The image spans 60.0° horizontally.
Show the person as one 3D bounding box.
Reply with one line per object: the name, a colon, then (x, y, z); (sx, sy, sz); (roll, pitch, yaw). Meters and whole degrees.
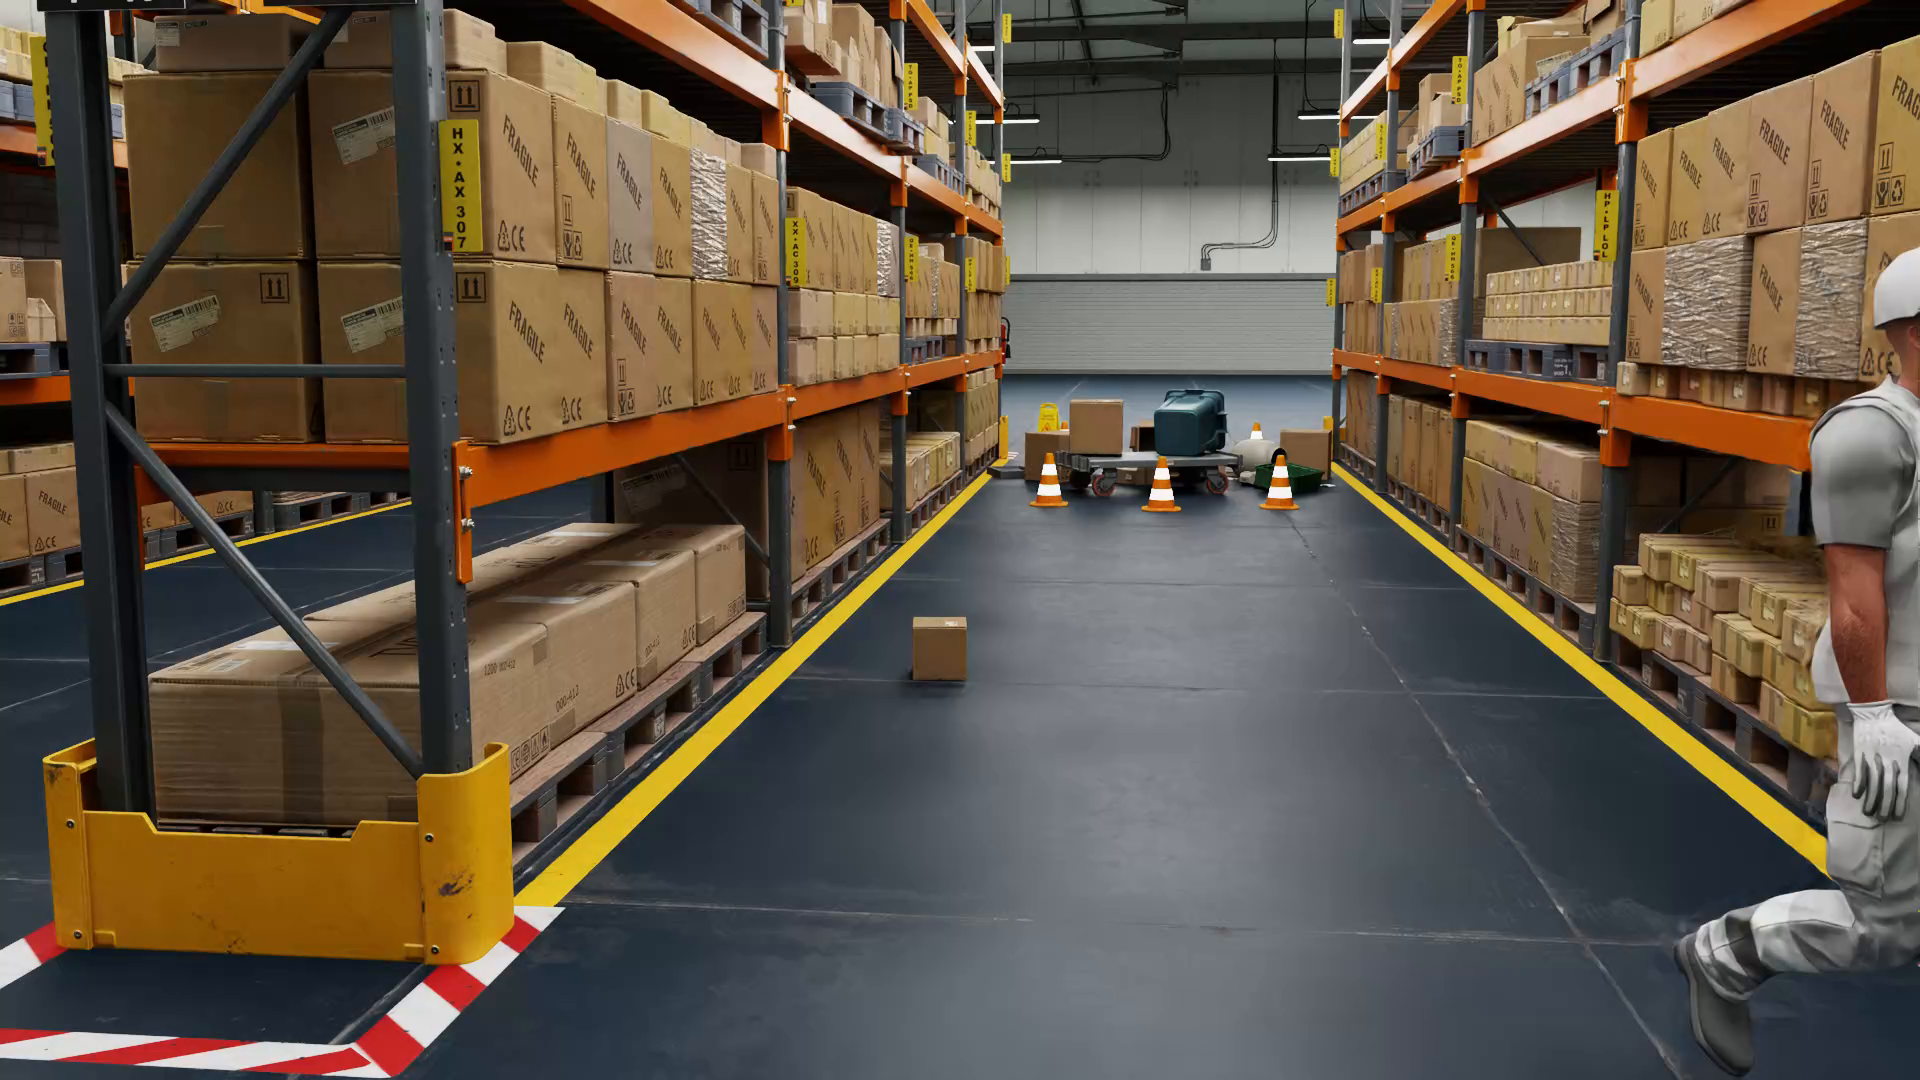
person: (1.830, 0.318, 3.203); (0.538, 1.765, 0.785); (-3, 8, -24)
